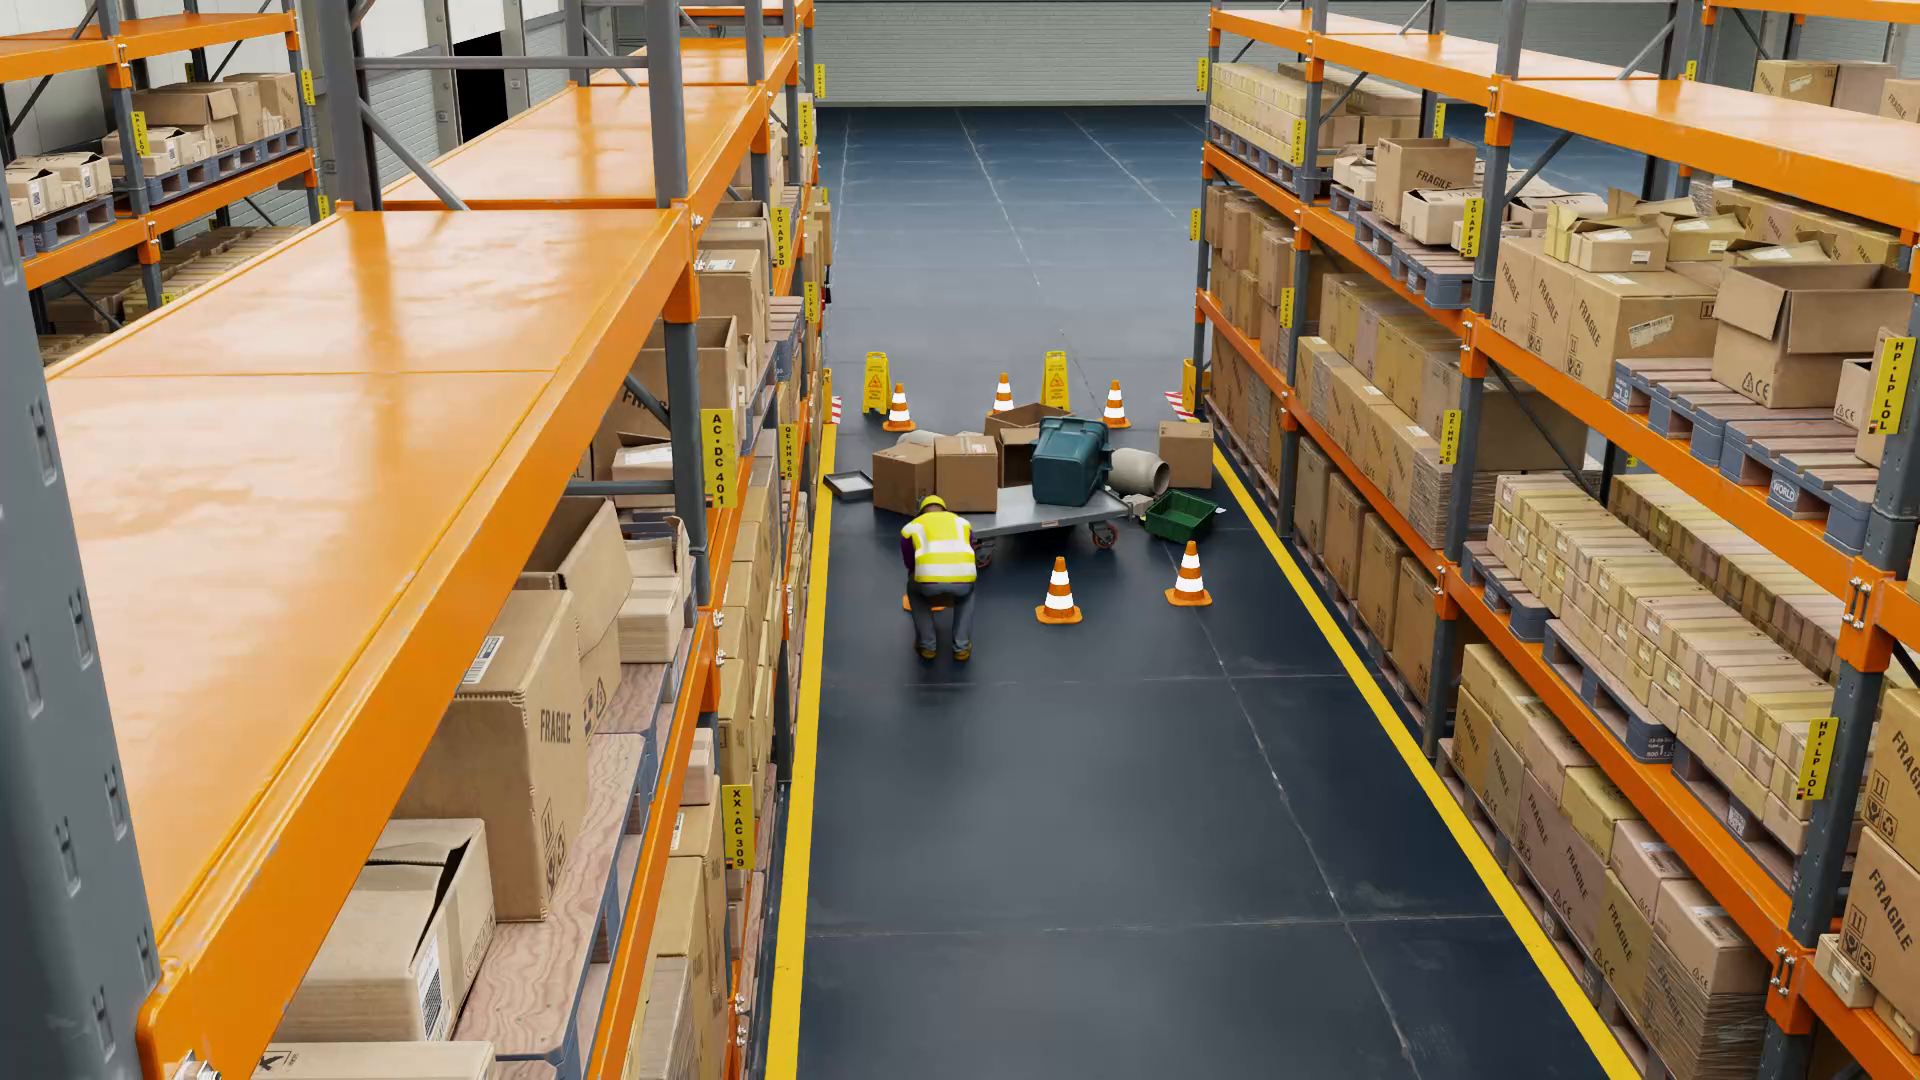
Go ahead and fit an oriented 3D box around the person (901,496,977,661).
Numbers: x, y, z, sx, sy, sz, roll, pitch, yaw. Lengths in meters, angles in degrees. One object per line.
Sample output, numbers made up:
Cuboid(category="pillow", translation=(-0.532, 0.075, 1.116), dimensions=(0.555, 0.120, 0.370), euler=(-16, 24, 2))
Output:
Cuboid(category="person", translation=(-0.151, 0.284, 11.867), dimensions=(0.526, 1.011, 0.956), euler=(-2, 20, -5))
